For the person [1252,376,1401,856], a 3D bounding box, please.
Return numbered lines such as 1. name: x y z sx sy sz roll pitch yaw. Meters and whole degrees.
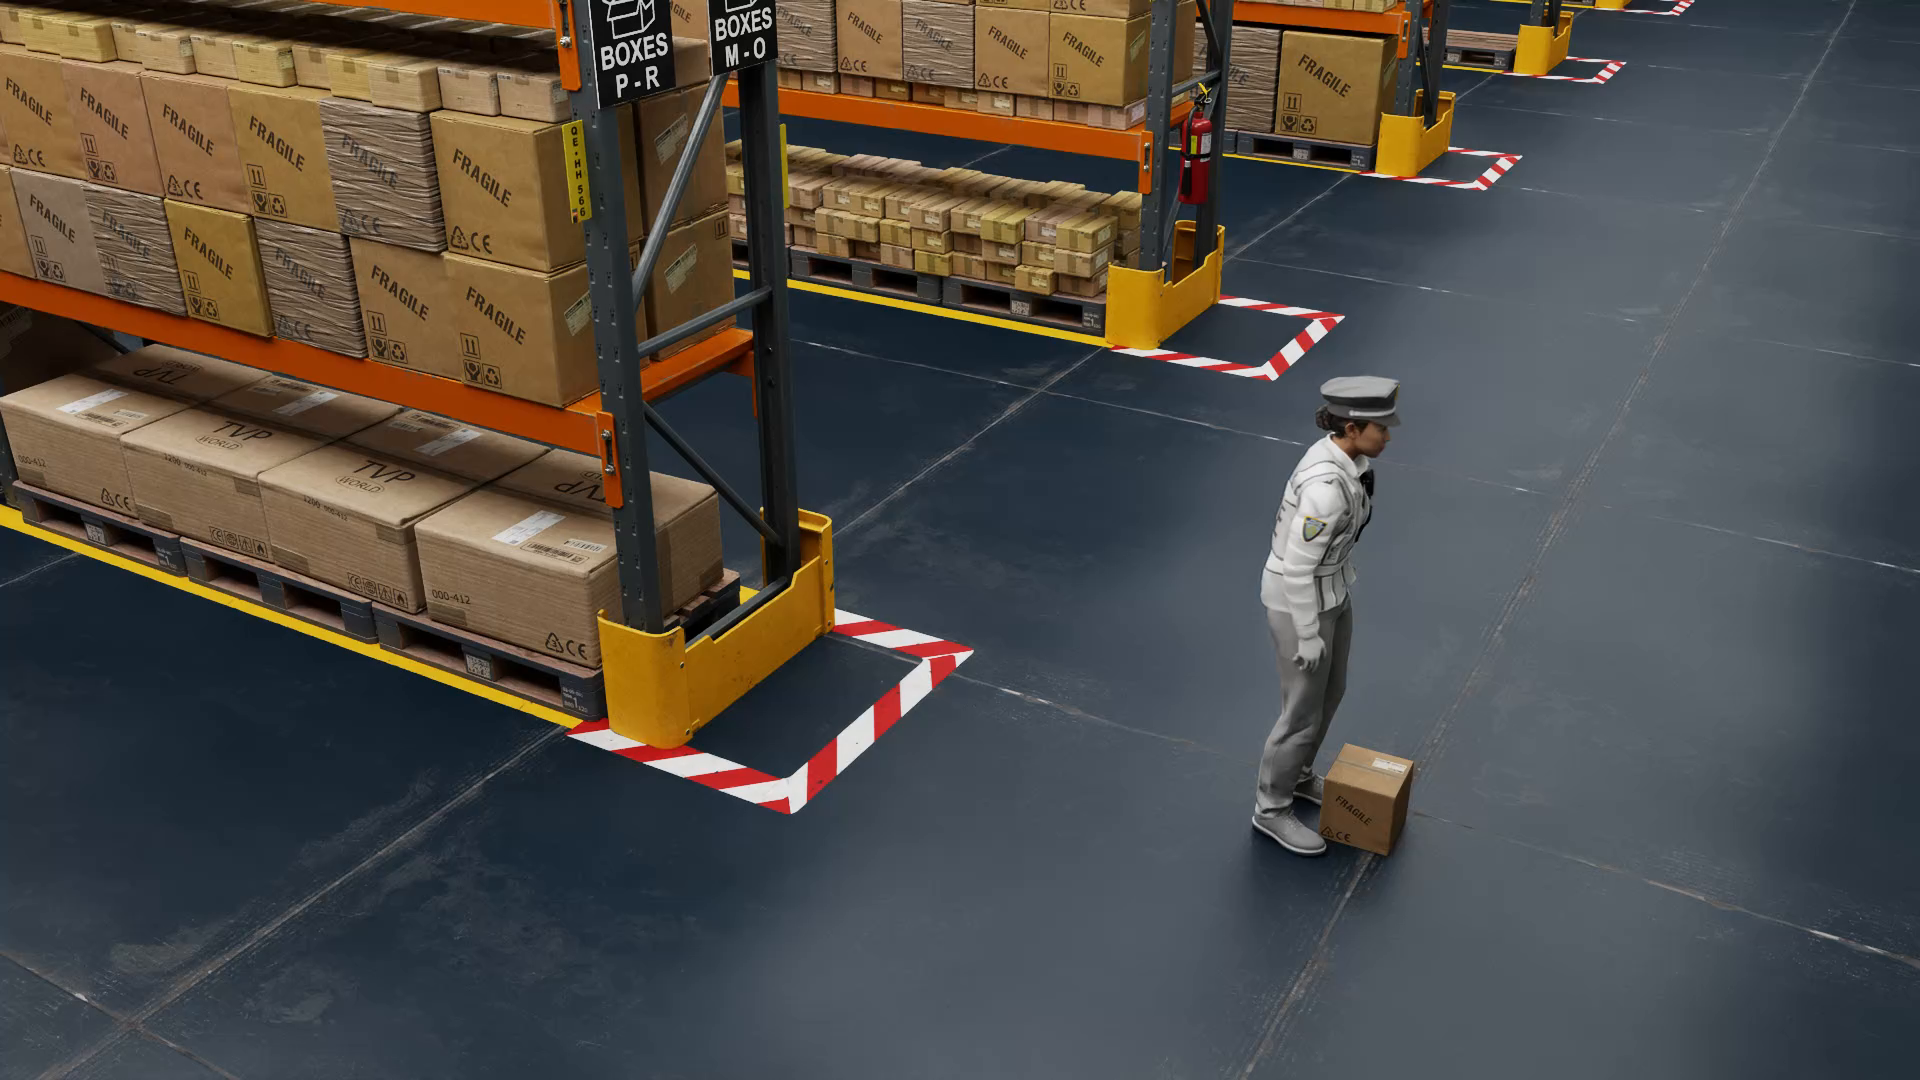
1. person: 1.220 0.230 5.655 0.376 1.662 0.543 12 29 23
